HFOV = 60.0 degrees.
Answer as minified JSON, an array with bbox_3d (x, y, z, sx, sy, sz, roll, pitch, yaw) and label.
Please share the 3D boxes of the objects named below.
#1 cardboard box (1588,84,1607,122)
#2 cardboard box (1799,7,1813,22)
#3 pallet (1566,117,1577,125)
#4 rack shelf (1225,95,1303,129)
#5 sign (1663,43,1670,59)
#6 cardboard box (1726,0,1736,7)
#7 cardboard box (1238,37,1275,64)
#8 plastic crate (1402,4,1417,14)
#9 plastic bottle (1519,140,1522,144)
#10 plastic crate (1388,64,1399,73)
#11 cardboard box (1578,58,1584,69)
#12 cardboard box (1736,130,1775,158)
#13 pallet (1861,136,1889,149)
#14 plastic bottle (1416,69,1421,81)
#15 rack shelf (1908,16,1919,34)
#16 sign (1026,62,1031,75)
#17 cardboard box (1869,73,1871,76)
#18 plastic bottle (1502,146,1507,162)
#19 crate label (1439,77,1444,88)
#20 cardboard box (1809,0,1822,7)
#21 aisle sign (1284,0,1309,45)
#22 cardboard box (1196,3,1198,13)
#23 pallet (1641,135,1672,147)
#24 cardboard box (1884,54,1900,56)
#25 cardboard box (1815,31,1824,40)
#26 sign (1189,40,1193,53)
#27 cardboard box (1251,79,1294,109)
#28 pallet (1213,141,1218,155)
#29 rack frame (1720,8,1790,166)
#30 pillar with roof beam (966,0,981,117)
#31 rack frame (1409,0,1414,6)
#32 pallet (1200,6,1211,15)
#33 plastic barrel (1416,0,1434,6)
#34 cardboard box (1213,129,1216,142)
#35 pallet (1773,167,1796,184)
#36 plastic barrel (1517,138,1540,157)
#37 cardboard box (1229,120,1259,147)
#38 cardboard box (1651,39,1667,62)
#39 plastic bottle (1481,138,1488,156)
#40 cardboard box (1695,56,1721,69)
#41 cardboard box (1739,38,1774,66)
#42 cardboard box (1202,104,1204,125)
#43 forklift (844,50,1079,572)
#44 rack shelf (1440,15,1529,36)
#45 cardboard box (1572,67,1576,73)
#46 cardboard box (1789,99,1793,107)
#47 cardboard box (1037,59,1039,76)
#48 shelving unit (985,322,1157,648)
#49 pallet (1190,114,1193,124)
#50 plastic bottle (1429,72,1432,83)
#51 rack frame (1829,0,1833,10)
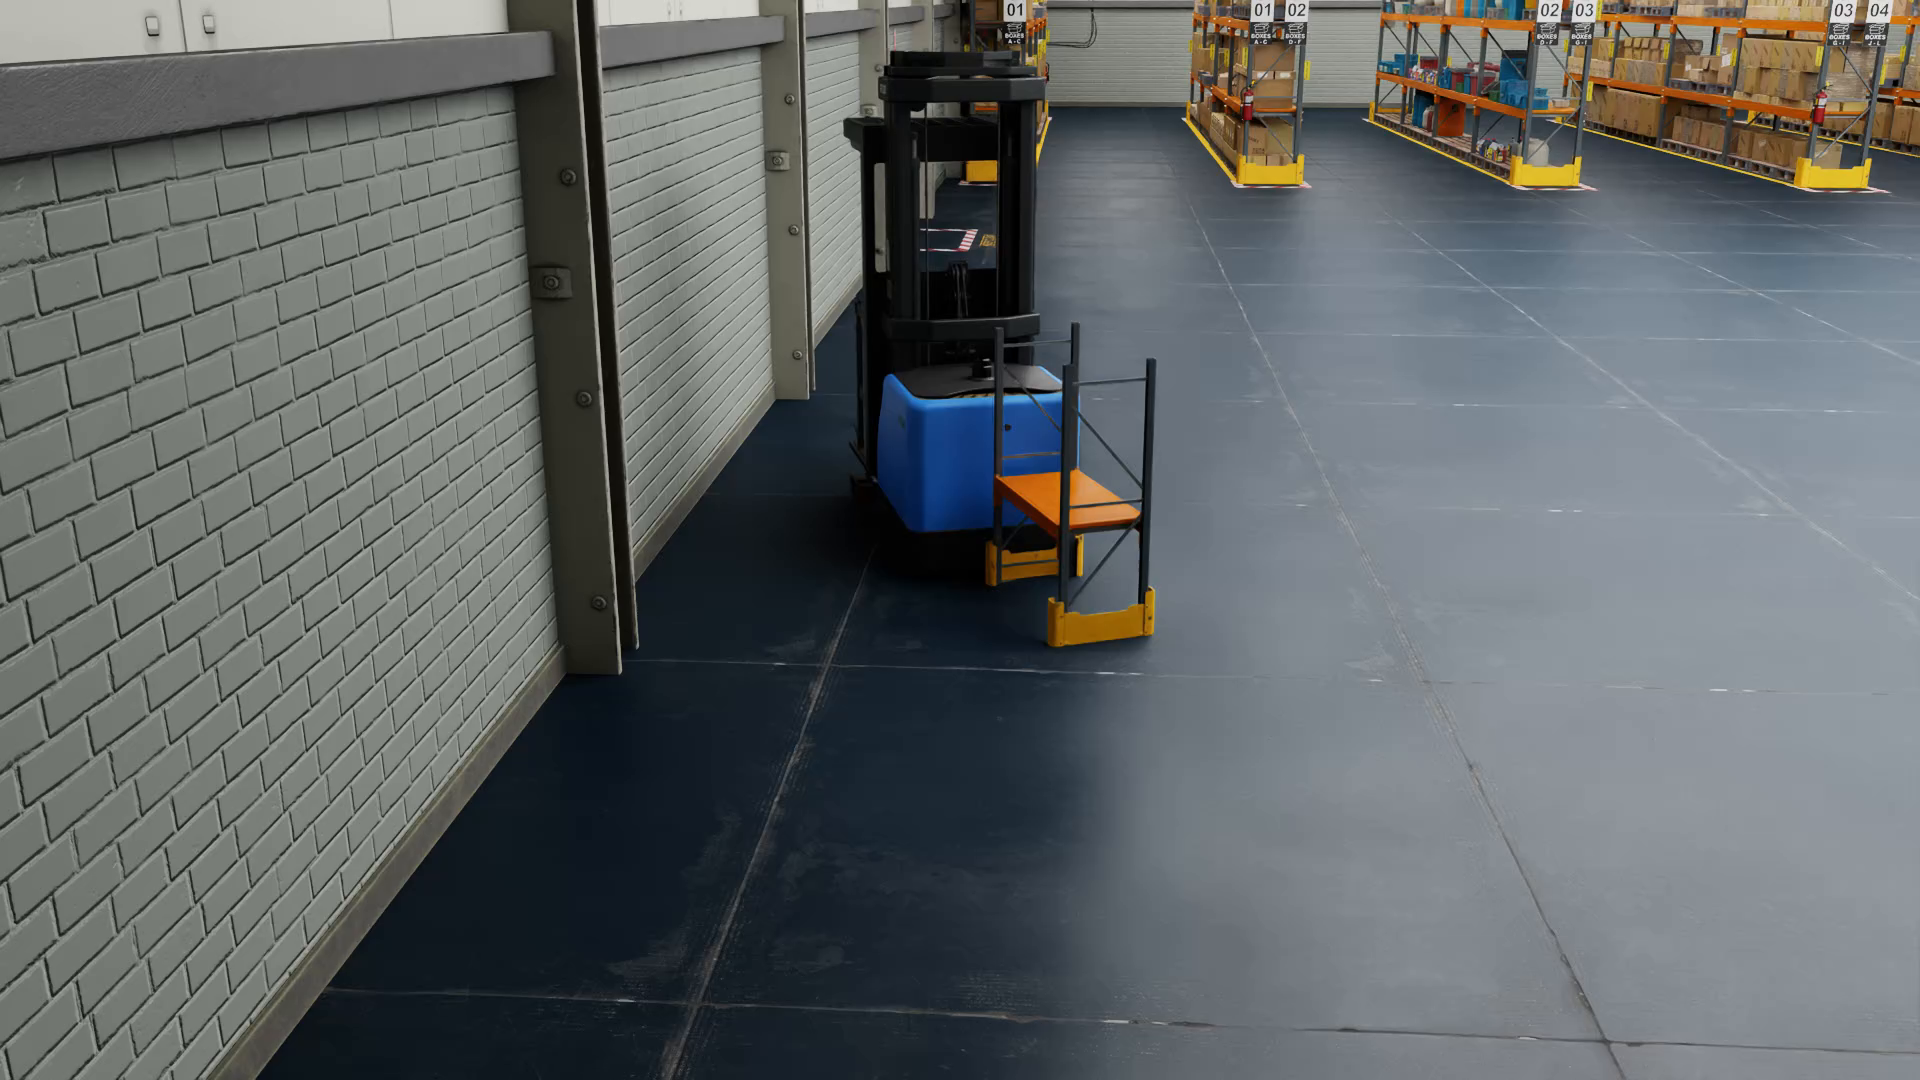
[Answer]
[{"bbox_3d":[16.555,-11.099,42.215,0.875,0.875,0.875,1,18,4],"label":"cardboard box"},{"bbox_3d":[15.317,-9.364,29.606,0.500,0.250,0.500,1,18,4],"label":"cardboard box"},{"bbox_3d":[16.671,-11.093,43.938,1.003,0.211,1.213,1,18,4],"label":"pallet"},{"bbox_3d":[5.766,-8.201,31.788,1.077,0.370,4.000,1,18,4],"label":"rack shelf"},{"bbox_3d":[15.522,-10.745,36.539,0.100,0.325,0.005,1,18,4],"label":"sign"},{"bbox_3d":[15.989,-11.052,33.677,0.797,0.503,0.637,2,18,6],"label":"cardboard box"},{"bbox_3d":[5.883,-9.690,32.933,0.700,0.500,0.500,1,18,4],"label":"cardboard box"},{"bbox_3d":[11.170,-13.172,41.257,0.416,0.233,0.300,1,18,4],"label":"plastic crate"},{"bbox_3d":[11.077,-7.736,32.763,0.144,0.351,0.185,0,18,1],"label":"plastic bottle"},{"bbox_3d":[11.248,-12.156,42.878,0.416,0.233,0.300,1,18,4],"label":"plastic crate"},{"bbox_3d":[16.276,-12.278,42.839,0.500,0.250,0.500,1,18,2],"label":"cardboard box"},{"bbox_3d":[15.721,-7.830,32.841,0.500,0.500,0.500,1,18,2],"label":"cardboard box"},{"bbox_3d":[21.074,-8.959,37.426,1.003,0.211,1.213,1,18,4],"label":"pallet"},{"bbox_3d":[10.943,-11.055,39.542,0.152,0.276,0.135,1,18,4],"label":"plastic bottle"},{"bbox_3d":[20.873,-10.504,34.000,1.077,0.370,4.000,1,18,4],"label":"rack shelf"},{"bbox_3d":[1.222,-8.430,29.943,0.100,0.325,0.005,1,18,4],"label":"sign"},{"bbox_3d":[20.652,-10.520,37.439,0.380,0.149,0.250,1,18,3],"label":"cardboard box"},{"bbox_3d":[10.409,-7.383,31.795,0.061,0.283,0.133,1,18,4],"label":"plastic bottle"},{"bbox_3d":[10.732,-10.092,36.674,0.303,0.233,0.416,1,18,4],"label":"crate label"},{"bbox_3d":[15.257,-9.501,29.386,0.380,0.149,0.250,0,18,2],"label":"cardboard box"},{"bbox_3d":[5.923,-9.129,29.292,0.394,0.787,0.004,1,18,4],"label":"aisle sign"},{"bbox_3d":[6.396,-13.781,43.085,0.500,0.250,0.500,1,18,4],"label":"cardboard box"},{"bbox_3d":[16.208,-9.102,37.861,1.003,0.211,1.213,1,18,4],"label":"pallet"},{"bbox_3d":[21.357,-11.029,38.039,0.380,0.149,0.250,1,18,3],"label":"cardboard box"},{"bbox_3d":[21.067,-12.100,40.289,0.500,0.500,0.500,1,18,2],"label":"cardboard box"},{"bbox_3d":[6.228,-13.314,44.848,0.100,0.325,0.005,1,18,4],"label":"sign"},{"bbox_3d":[5.668,-8.114,30.206,0.700,0.500,0.500,1,18,4],"label":"cardboard box"},{"bbox_3d":[6.008,-8.448,35.866,1.003,0.211,1.213,1,18,4],"label":"pallet"},{"bbox_3d":[15.790,-8.941,32.893,1.000,3.000,0.127,1,18,4],"label":"rack frame"},{"bbox_3d":[4.592,-12.886,35.296,9.100,9.000,0.400,1,18,4],"label":"pillar with roof beam"},{"bbox_3d":[11.423,-14.387,39.879,1.000,3.000,0.127,1,18,4],"label":"rack frame"},{"bbox_3d":[6.294,-12.461,39.120,1.213,0.211,1.003,1,18,4],"label":"pallet"},{"bbox_3d":[11.135,-13.068,39.778,0.433,0.535,0.433,0,18,0],"label":"plastic barrel"},{"bbox_3d":[5.799,-8.825,36.280,0.500,0.250,0.500,1,18,2],"label":"cardboard box"},{"bbox_3d":[15.602,-6.649,30.376,1.003,0.211,1.213,1,18,4],"label":"pallet"},{"bbox_3d":[10.569,-7.189,30.866,0.421,0.512,0.421,0,18,0],"label":"plastic barrel"},{"bbox_3d":[5.458,-7.810,31.978,0.500,0.500,0.500,1,18,4],"label":"cardboard box"},{"bbox_3d":[16.194,-11.137,37.822,0.797,0.503,0.637,2,18,5],"label":"cardboard box"},{"bbox_3d":[10.378,-7.761,32.838,0.144,0.351,0.185,2,18,5],"label":"plastic bottle"},{"bbox_3d":[16.137,-10.087,35.553,0.700,0.500,0.500,4,19,12],"label":"cardboard box"},{"bbox_3d":[15.504,-9.471,32.267,0.500,0.500,0.500,1,18,4],"label":"cardboard box"},{"bbox_3d":[6.178,-10.359,40.527,0.500,0.500,0.500,2,18,5],"label":"cardboard box"},{"bbox_3d":[-0.122,-1.629,10.687,1.130,2.935,3.031,-4,19,-12],"label":"forklift"},{"bbox_3d":[10.993,-10.757,34.771,1.077,0.370,4.000,1,18,4],"label":"rack shelf"},{"bbox_3d":[16.260,-12.287,43.507,0.380,0.149,0.250,1,18,3],"label":"cardboard box"},{"bbox_3d":[15.395,-7.983,30.373,0.380,0.149,0.250,1,18,4],"label":"cardboard box"},{"bbox_3d":[1.545,-10.859,38.075,0.500,0.500,0.500,2,18,6],"label":"cardboard box"},{"bbox_3d":[0.590,-0.335,9.038,0.587,1.500,1.083,-6,19,-17],"label":"shelving unit"},{"bbox_3d":[6.708,-11.294,44.552,1.003,0.211,1.213,1,18,4],"label":"pallet"},{"bbox_3d":[10.810,-10.596,38.151,0.097,0.271,0.097,0,18,0],"label":"plastic bottle"},{"bbox_3d":[15.503,-10.550,28.168,1.000,3.000,0.127,1,18,4],"label":"rack frame"}]
